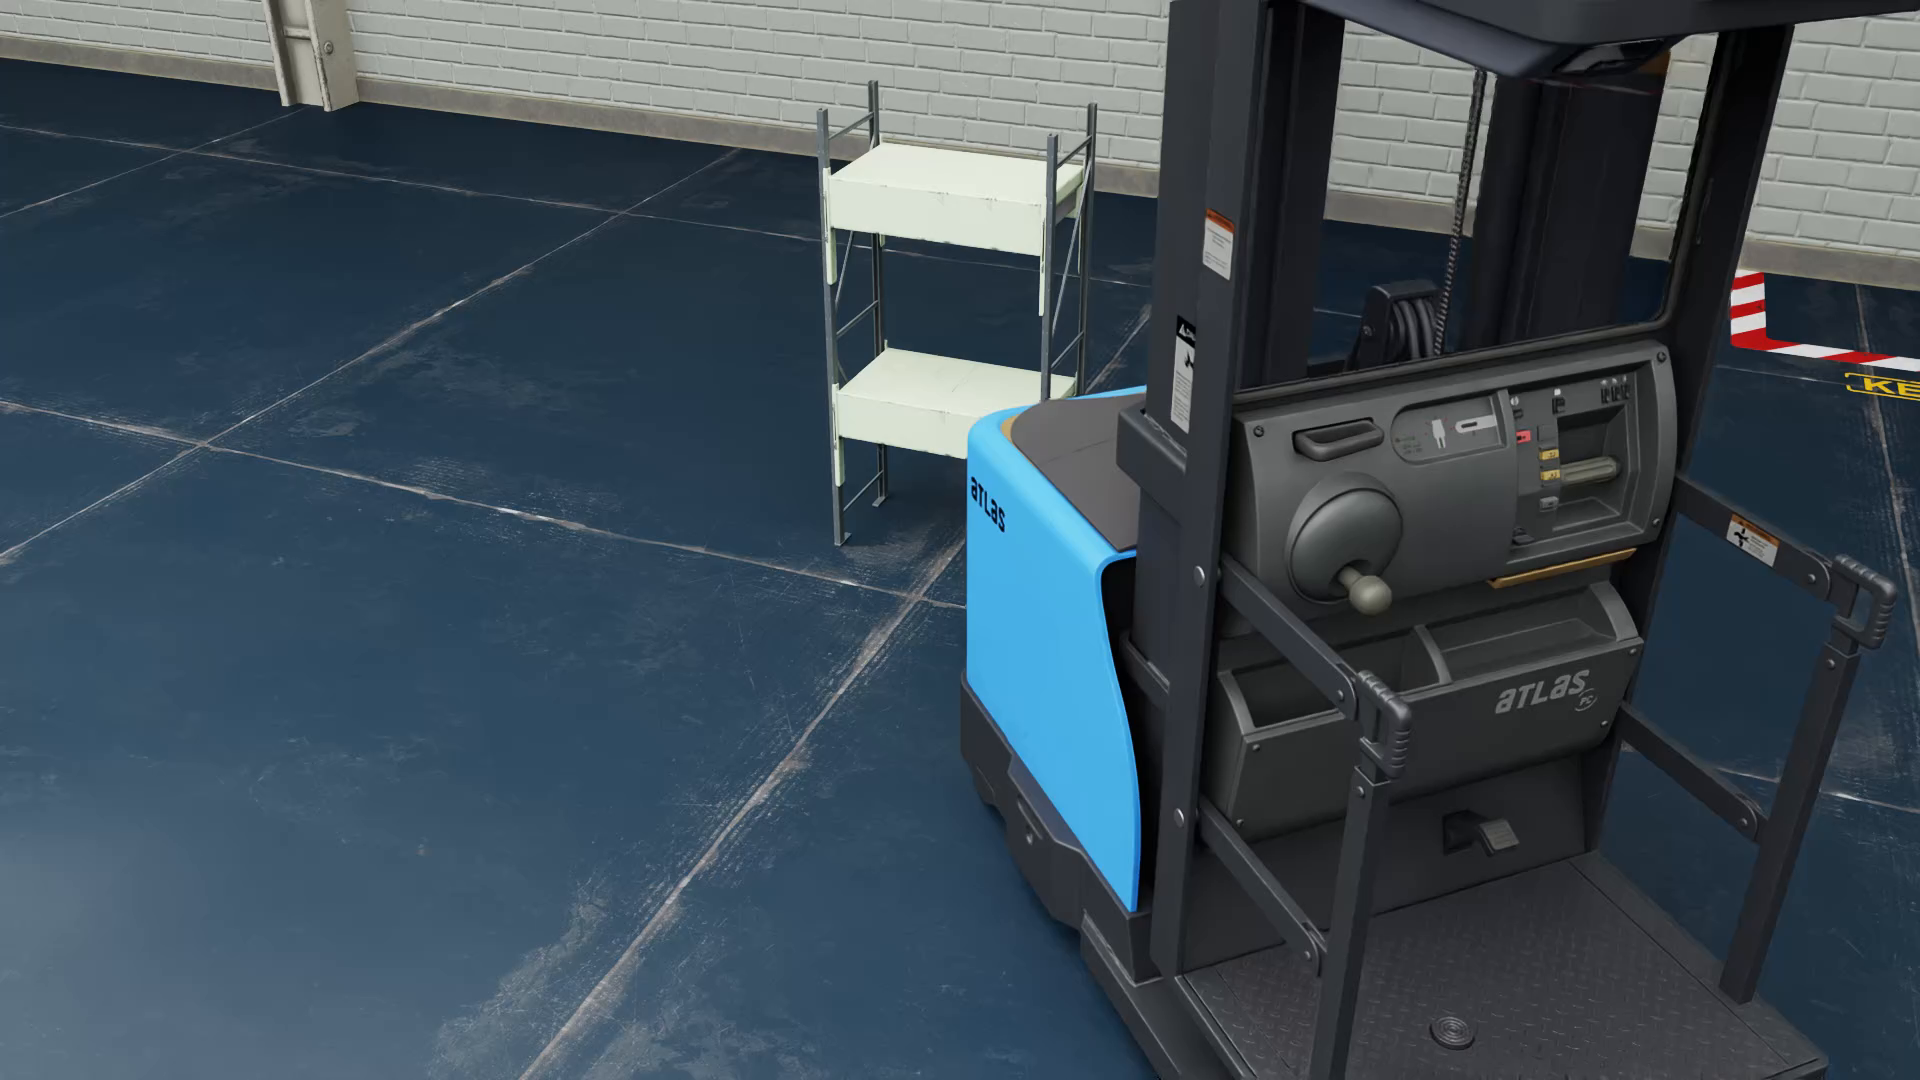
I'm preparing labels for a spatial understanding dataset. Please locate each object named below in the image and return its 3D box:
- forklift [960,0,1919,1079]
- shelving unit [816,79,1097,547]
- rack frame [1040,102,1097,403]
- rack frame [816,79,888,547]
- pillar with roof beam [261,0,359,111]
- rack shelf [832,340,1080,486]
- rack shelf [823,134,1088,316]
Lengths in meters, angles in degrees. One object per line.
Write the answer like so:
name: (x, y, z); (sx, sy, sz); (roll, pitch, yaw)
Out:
forklift: (1.018, -0.069, 2.894); (1.130, 2.935, 3.031); (-11, 31, -19)
shelving unit: (-0.006, -0.654, 5.383); (0.755, 1.500, 0.431); (11, 31, 19)
rack frame: (0.333, -0.586, 5.263); (0.023, 1.500, 0.400); (11, 31, 19)
rack frame: (-0.345, -0.722, 5.503); (0.023, 1.500, 0.400); (11, 31, 19)
pillar with roof beam: (-5.742, -4.784, 5.069); (0.400, 9.000, 9.100); (11, 31, 19)
rack shelf: (-0.006, -0.370, 5.544); (0.720, 0.370, 0.431); (11, 31, 19)
rack shelf: (-0.006, -0.994, 5.191); (0.720, 0.370, 0.431); (11, 31, 19)
